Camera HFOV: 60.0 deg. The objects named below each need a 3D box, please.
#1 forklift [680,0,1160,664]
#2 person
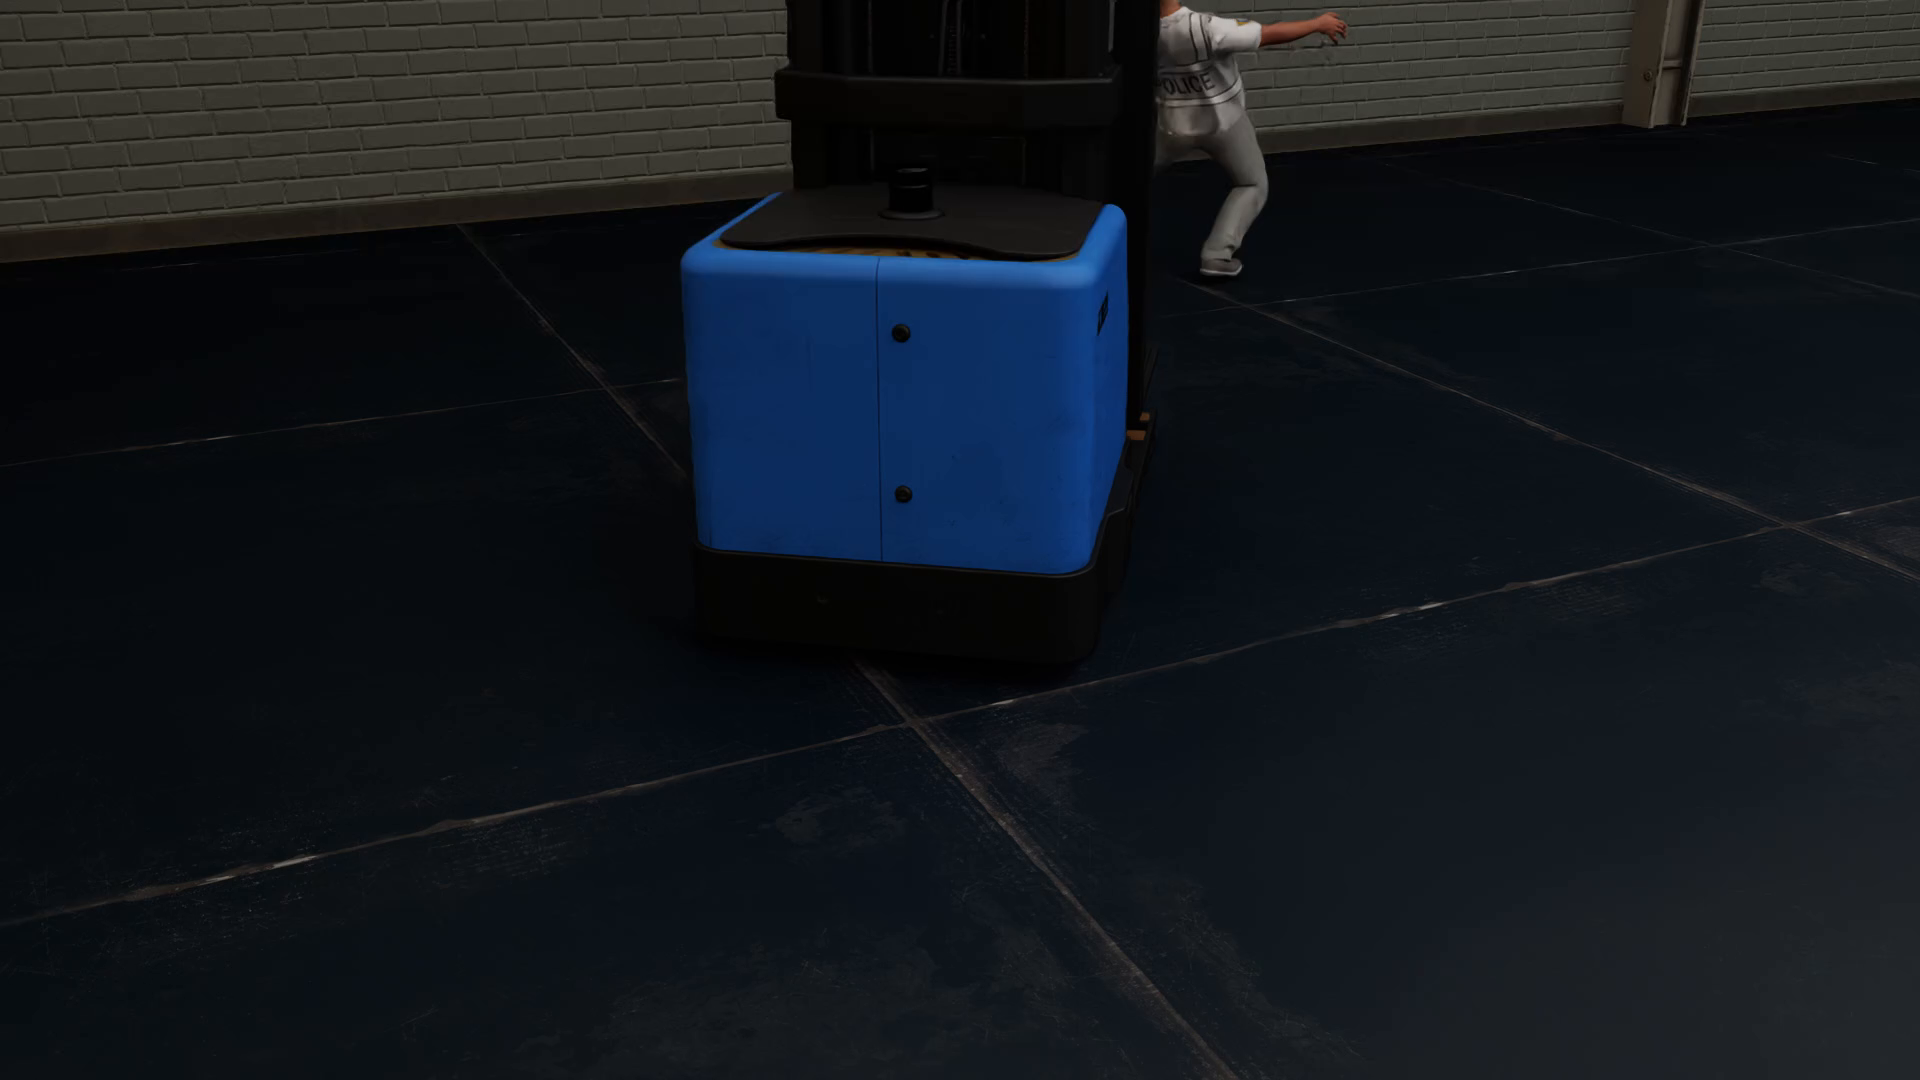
[{"bbox_3d":[0.080,-1.576,5.081,1.130,2.935,3.031,4,23,10],"label":"forklift"},{"bbox_3d":[1.246,-2.014,7.901,1.086,1.558,0.759,6,23,14],"label":"person"}]
